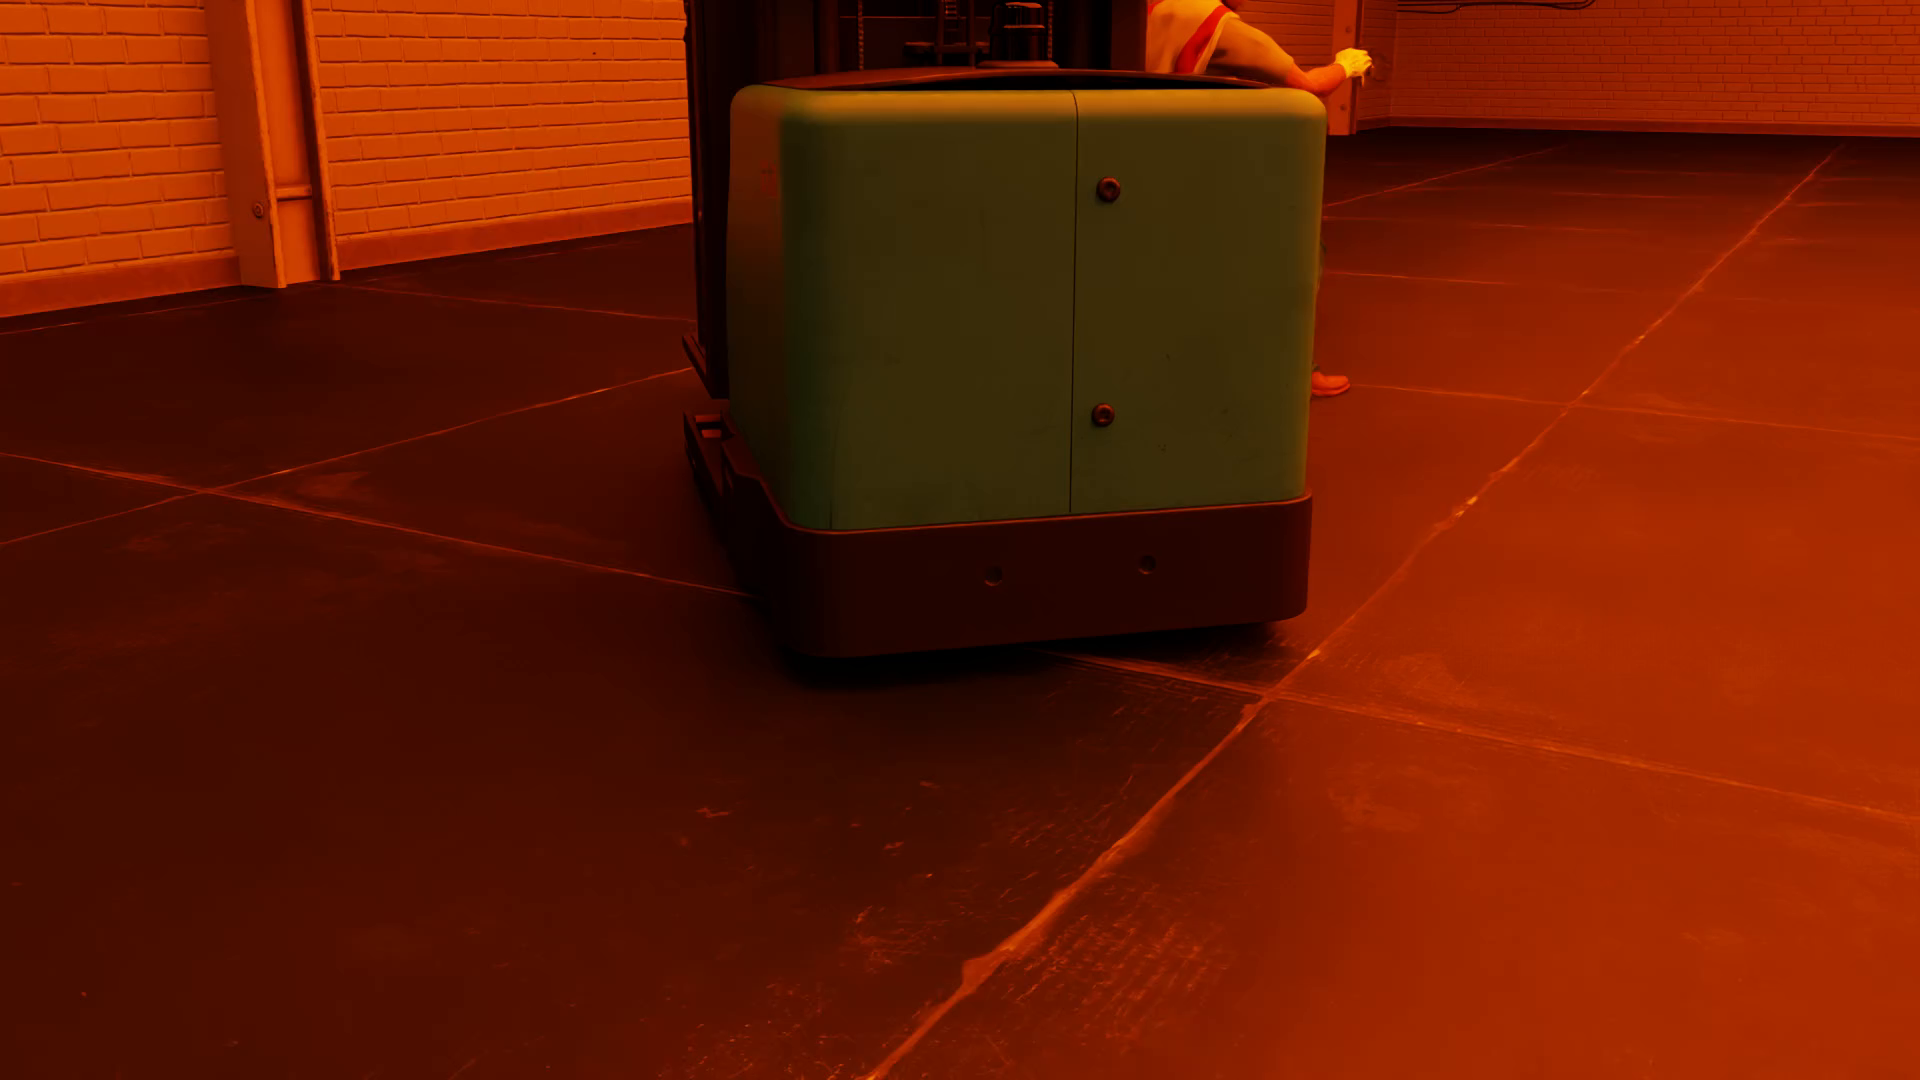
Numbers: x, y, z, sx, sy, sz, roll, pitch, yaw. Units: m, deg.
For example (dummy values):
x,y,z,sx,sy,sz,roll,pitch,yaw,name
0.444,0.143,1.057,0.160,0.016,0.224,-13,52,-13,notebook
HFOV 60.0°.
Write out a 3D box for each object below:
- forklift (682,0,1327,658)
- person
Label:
x,y,z,sx,sy,sz,roll,pitch,yaw,name
-0.159,-1.564,4.163,1.130,2.935,3.031,-4,17,-13,forklift
1.002,-1.354,5.876,0.782,1.560,0.978,-7,18,-23,person
